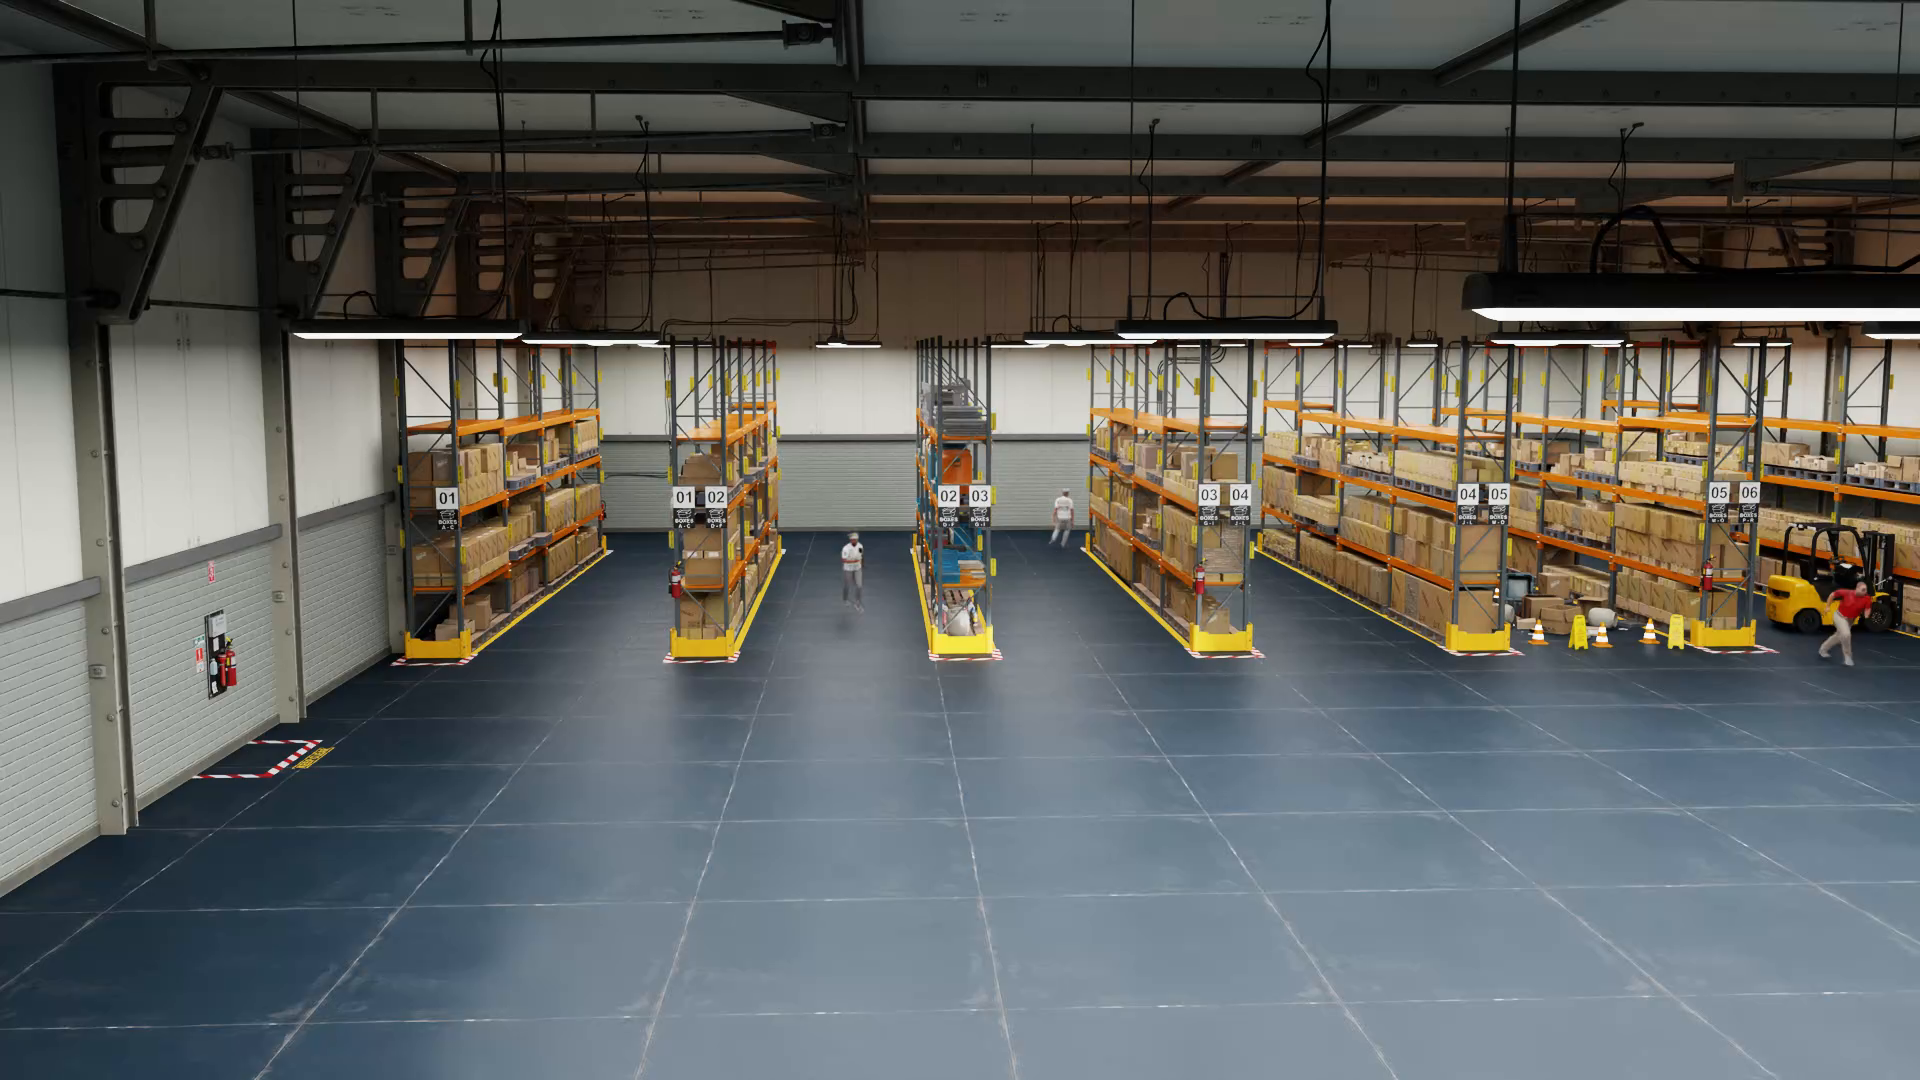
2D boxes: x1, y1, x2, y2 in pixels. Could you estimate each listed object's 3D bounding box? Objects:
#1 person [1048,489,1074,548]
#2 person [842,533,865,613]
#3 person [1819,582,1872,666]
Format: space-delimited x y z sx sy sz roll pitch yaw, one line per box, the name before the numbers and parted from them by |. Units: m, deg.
person | 2.948 -0.624 48.319 0.705 1.727 0.641 2 7 17
person | -2.248 0.675 35.066 0.564 1.715 0.921 -2 7 -20
person | 16.265 1.481 30.515 0.628 1.541 1.106 -1 7 -7
